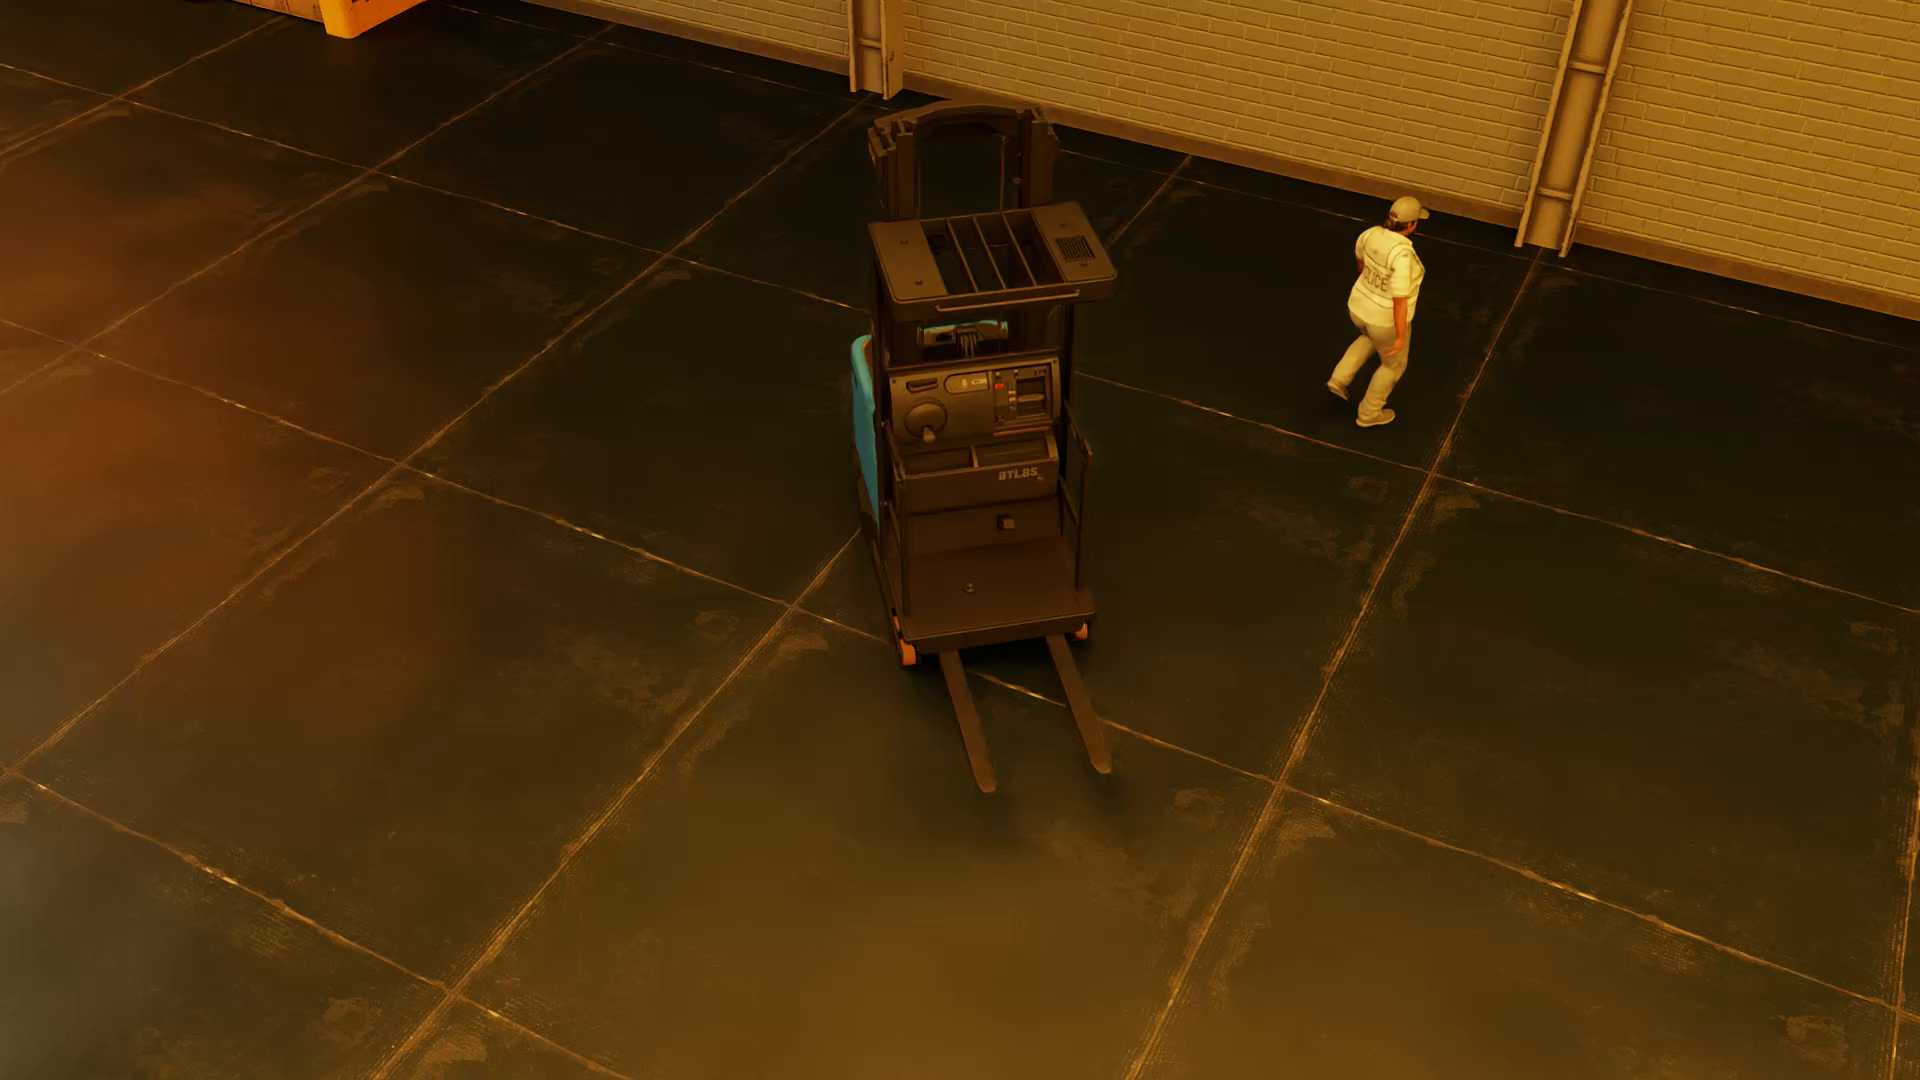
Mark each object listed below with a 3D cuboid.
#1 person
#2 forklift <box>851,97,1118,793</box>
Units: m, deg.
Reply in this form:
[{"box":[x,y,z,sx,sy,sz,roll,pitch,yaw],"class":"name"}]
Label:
[{"box":[2.735,-1.476,10.741,0.470,1.644,0.646,-19,44,-21],"class":"person"},{"box":[0.132,-0.672,8.785,1.130,2.935,3.031,-8,41,-9],"class":"forklift"}]
